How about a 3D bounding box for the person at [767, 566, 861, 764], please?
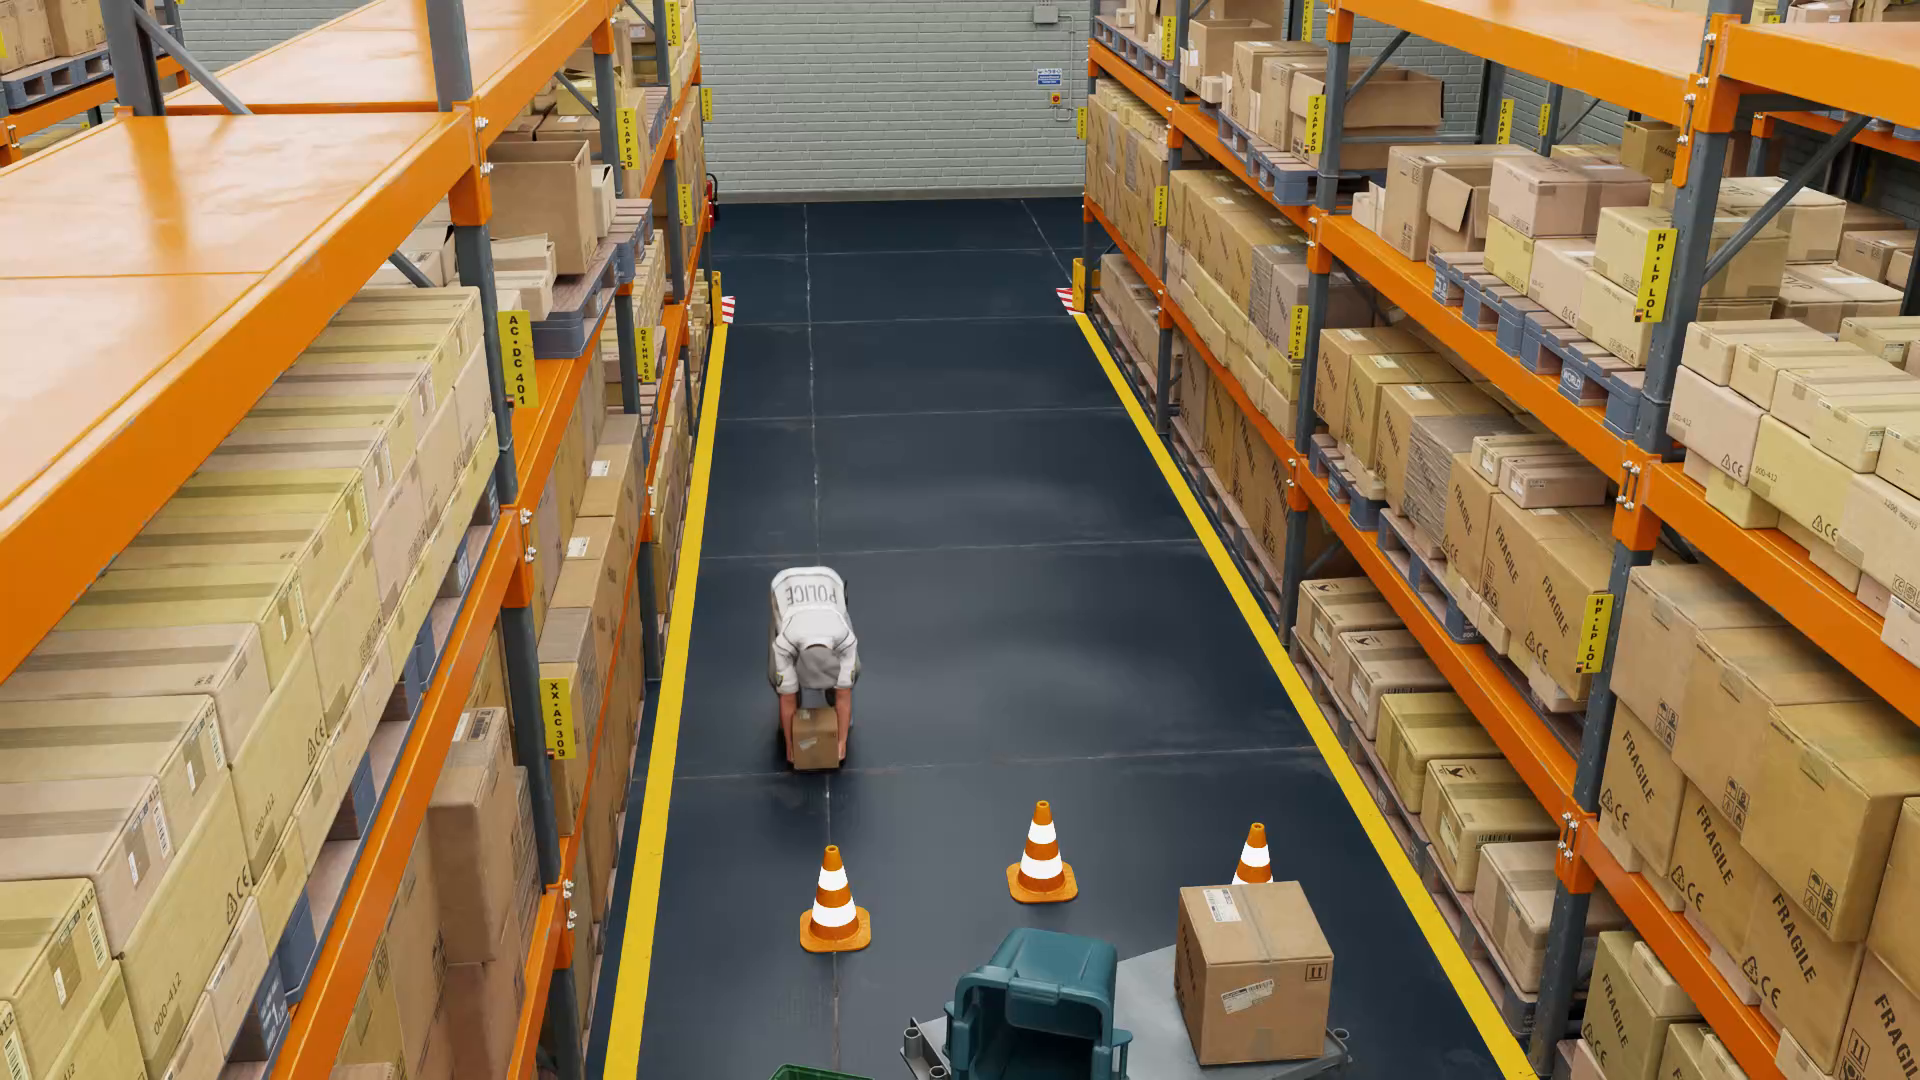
[{"bbox_3d":[-0.830,0.703,9.463,0.538,0.966,1.021,-3,24,-8],"label":"person"}]
